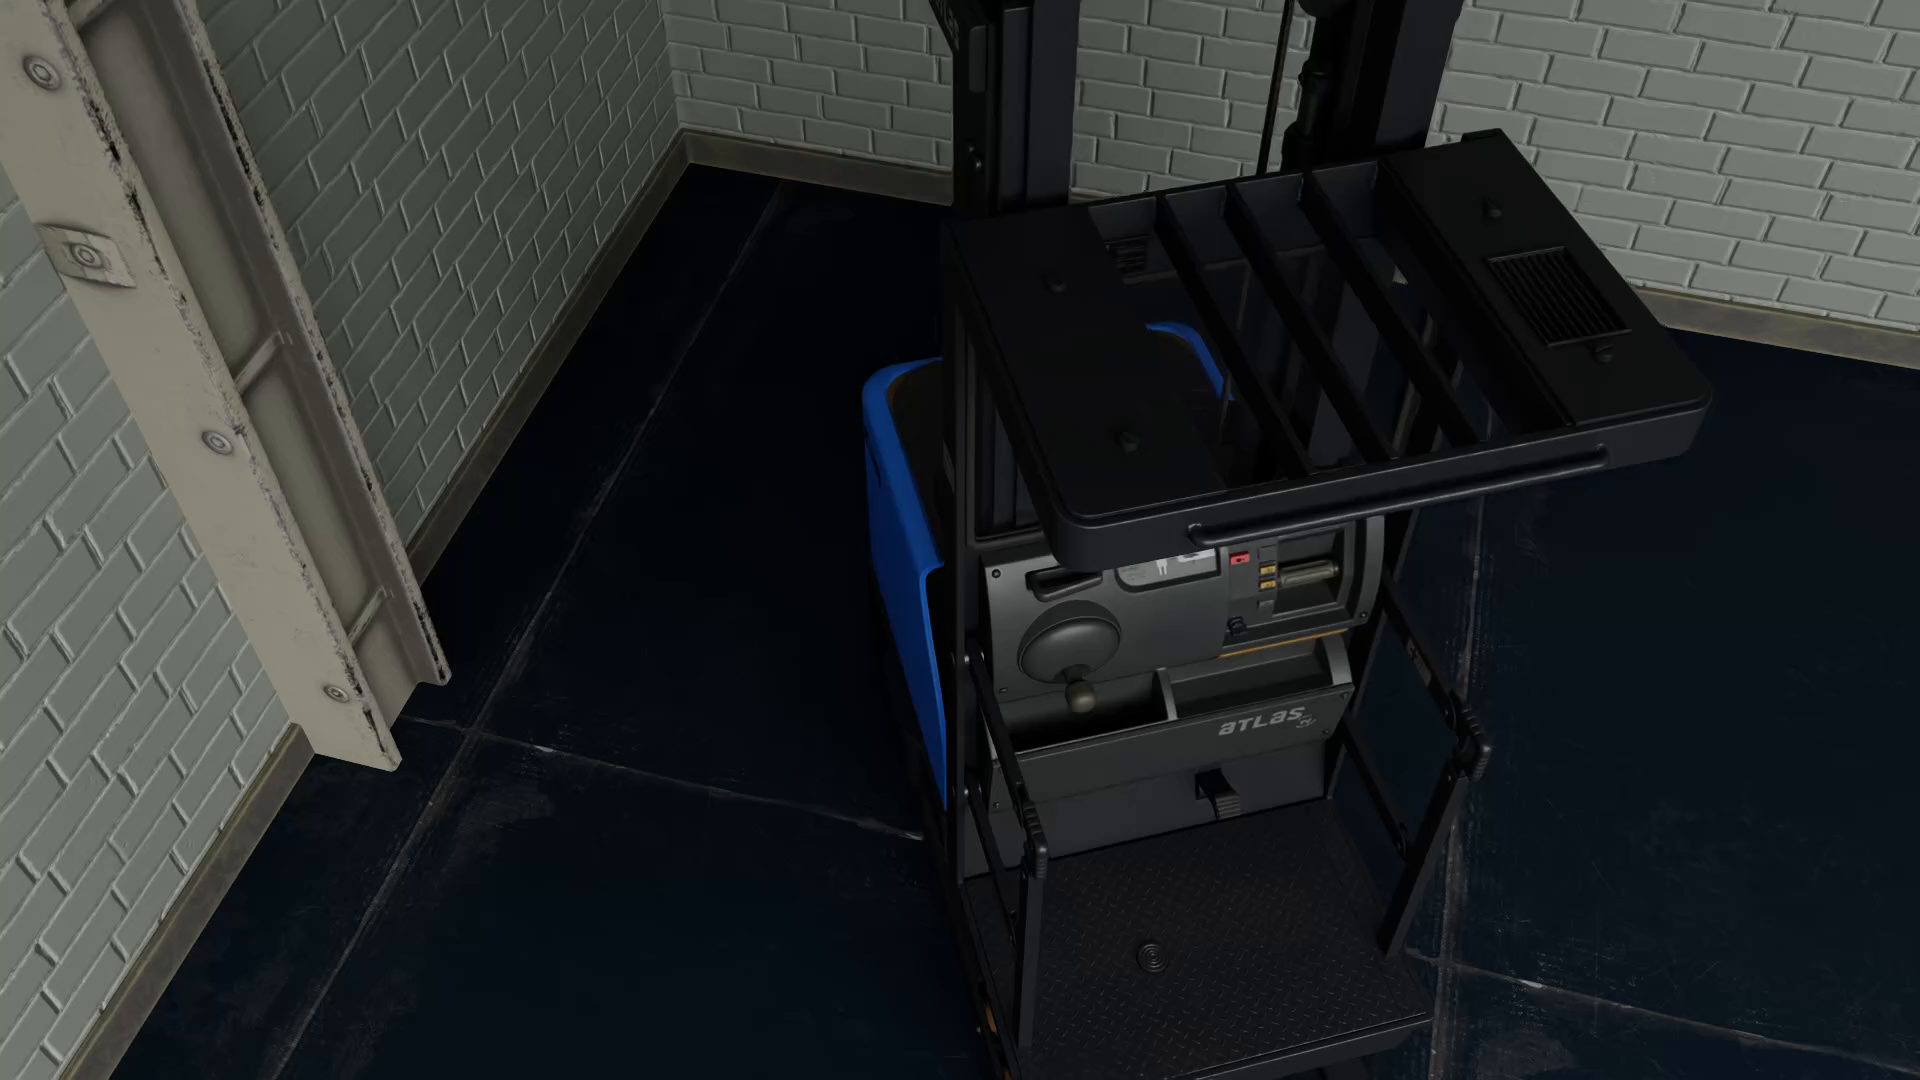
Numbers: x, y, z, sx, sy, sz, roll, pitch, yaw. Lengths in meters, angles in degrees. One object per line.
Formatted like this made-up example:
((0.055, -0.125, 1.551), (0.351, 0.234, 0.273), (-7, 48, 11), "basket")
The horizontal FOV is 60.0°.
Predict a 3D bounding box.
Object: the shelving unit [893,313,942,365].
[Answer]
((-0.047, -0.291, 5.407), (0.258, 0.900, 0.210), (28, 54, 23), "shelving unit")

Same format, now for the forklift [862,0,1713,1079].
((0.566, 0.231, 3.591), (1.130, 2.935, 3.031), (-11, 49, -10), "forklift")

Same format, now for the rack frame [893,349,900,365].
((-0.106, -0.229, 5.352), (0.240, 0.900, 0.006), (28, 54, 23), "rack frame")

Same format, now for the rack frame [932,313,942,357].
((0.013, -0.353, 5.462), (0.240, 0.900, 0.006), (28, 54, 23), "rack frame")

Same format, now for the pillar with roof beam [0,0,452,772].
((2.315, -1.588, 1.149), (9.100, 9.000, 0.400), (12, 50, 10), "pillar with roof beam")
